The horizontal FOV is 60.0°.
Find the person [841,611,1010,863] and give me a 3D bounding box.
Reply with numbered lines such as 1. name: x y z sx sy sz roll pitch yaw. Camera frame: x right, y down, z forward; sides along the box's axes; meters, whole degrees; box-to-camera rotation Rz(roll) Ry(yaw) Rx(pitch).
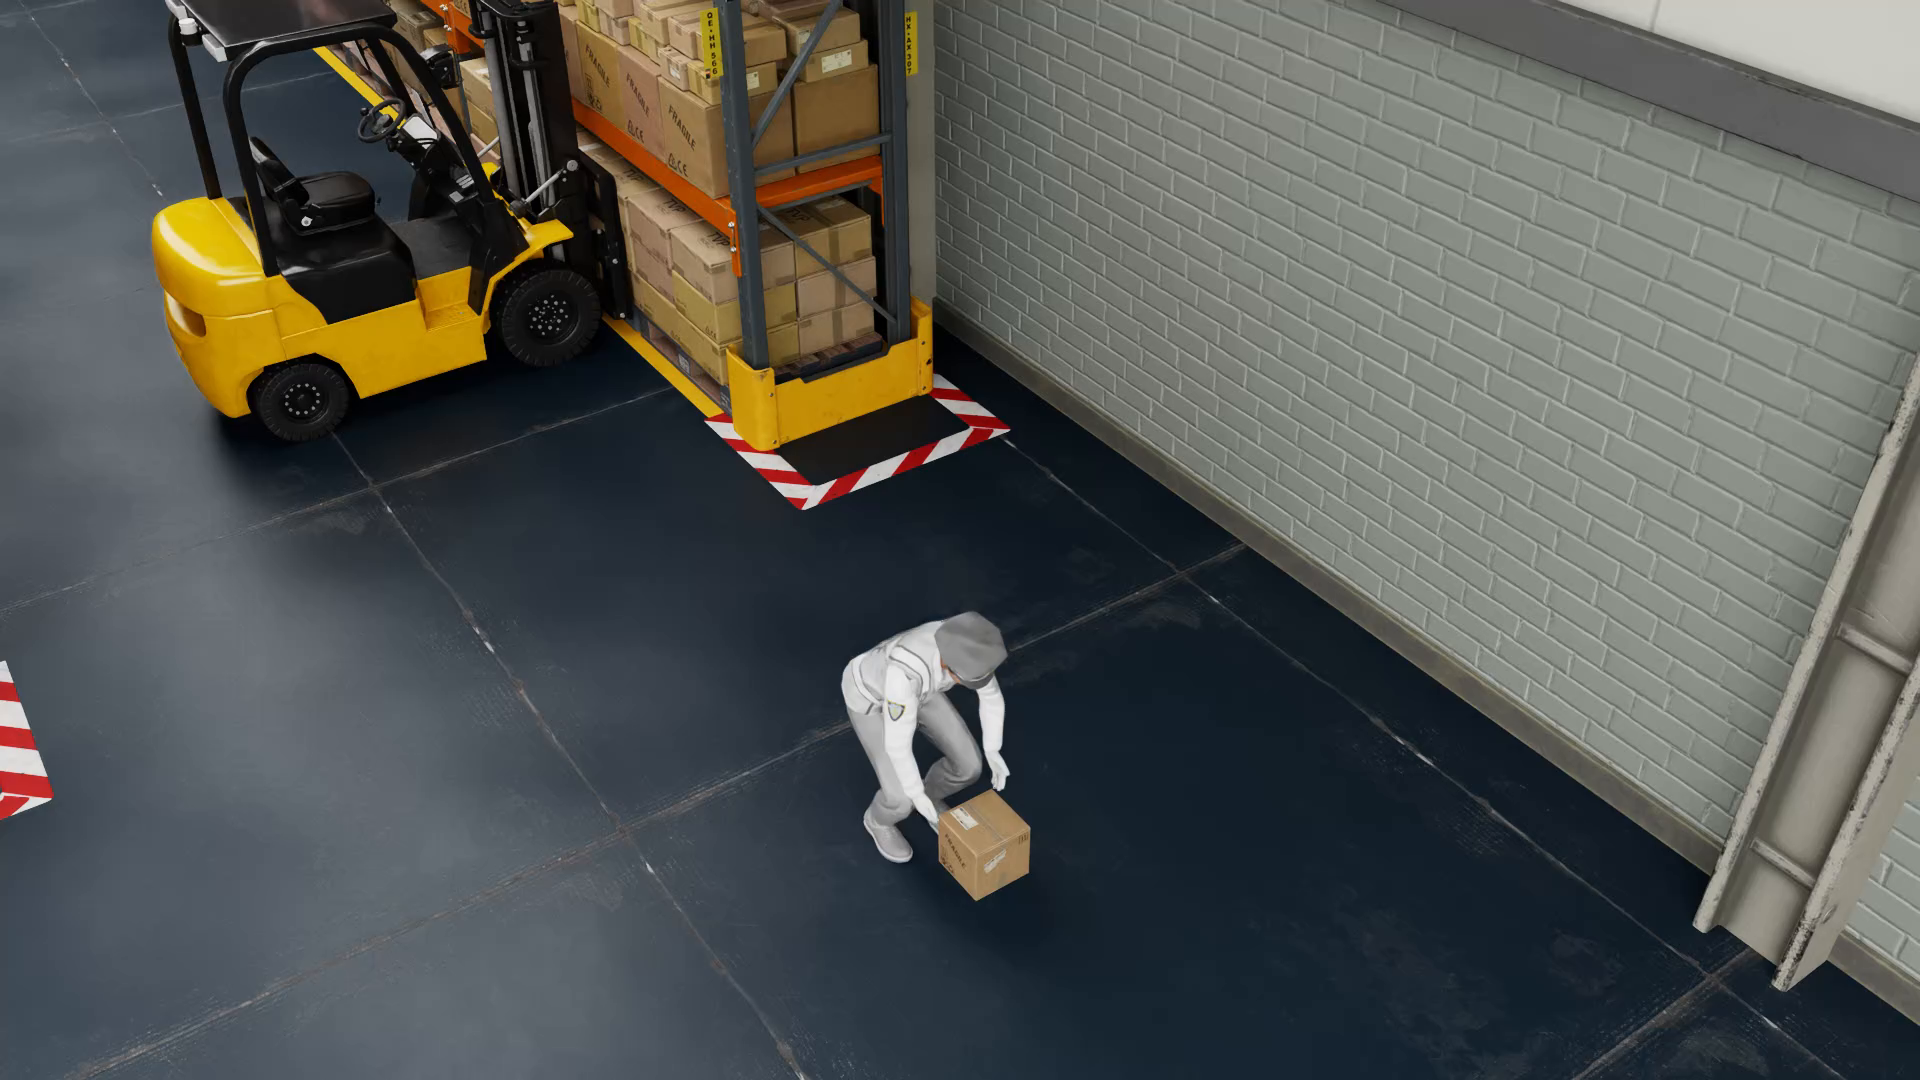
1. person: -0.115 0.704 6.391 0.532 1.266 0.761 -23 42 -27
